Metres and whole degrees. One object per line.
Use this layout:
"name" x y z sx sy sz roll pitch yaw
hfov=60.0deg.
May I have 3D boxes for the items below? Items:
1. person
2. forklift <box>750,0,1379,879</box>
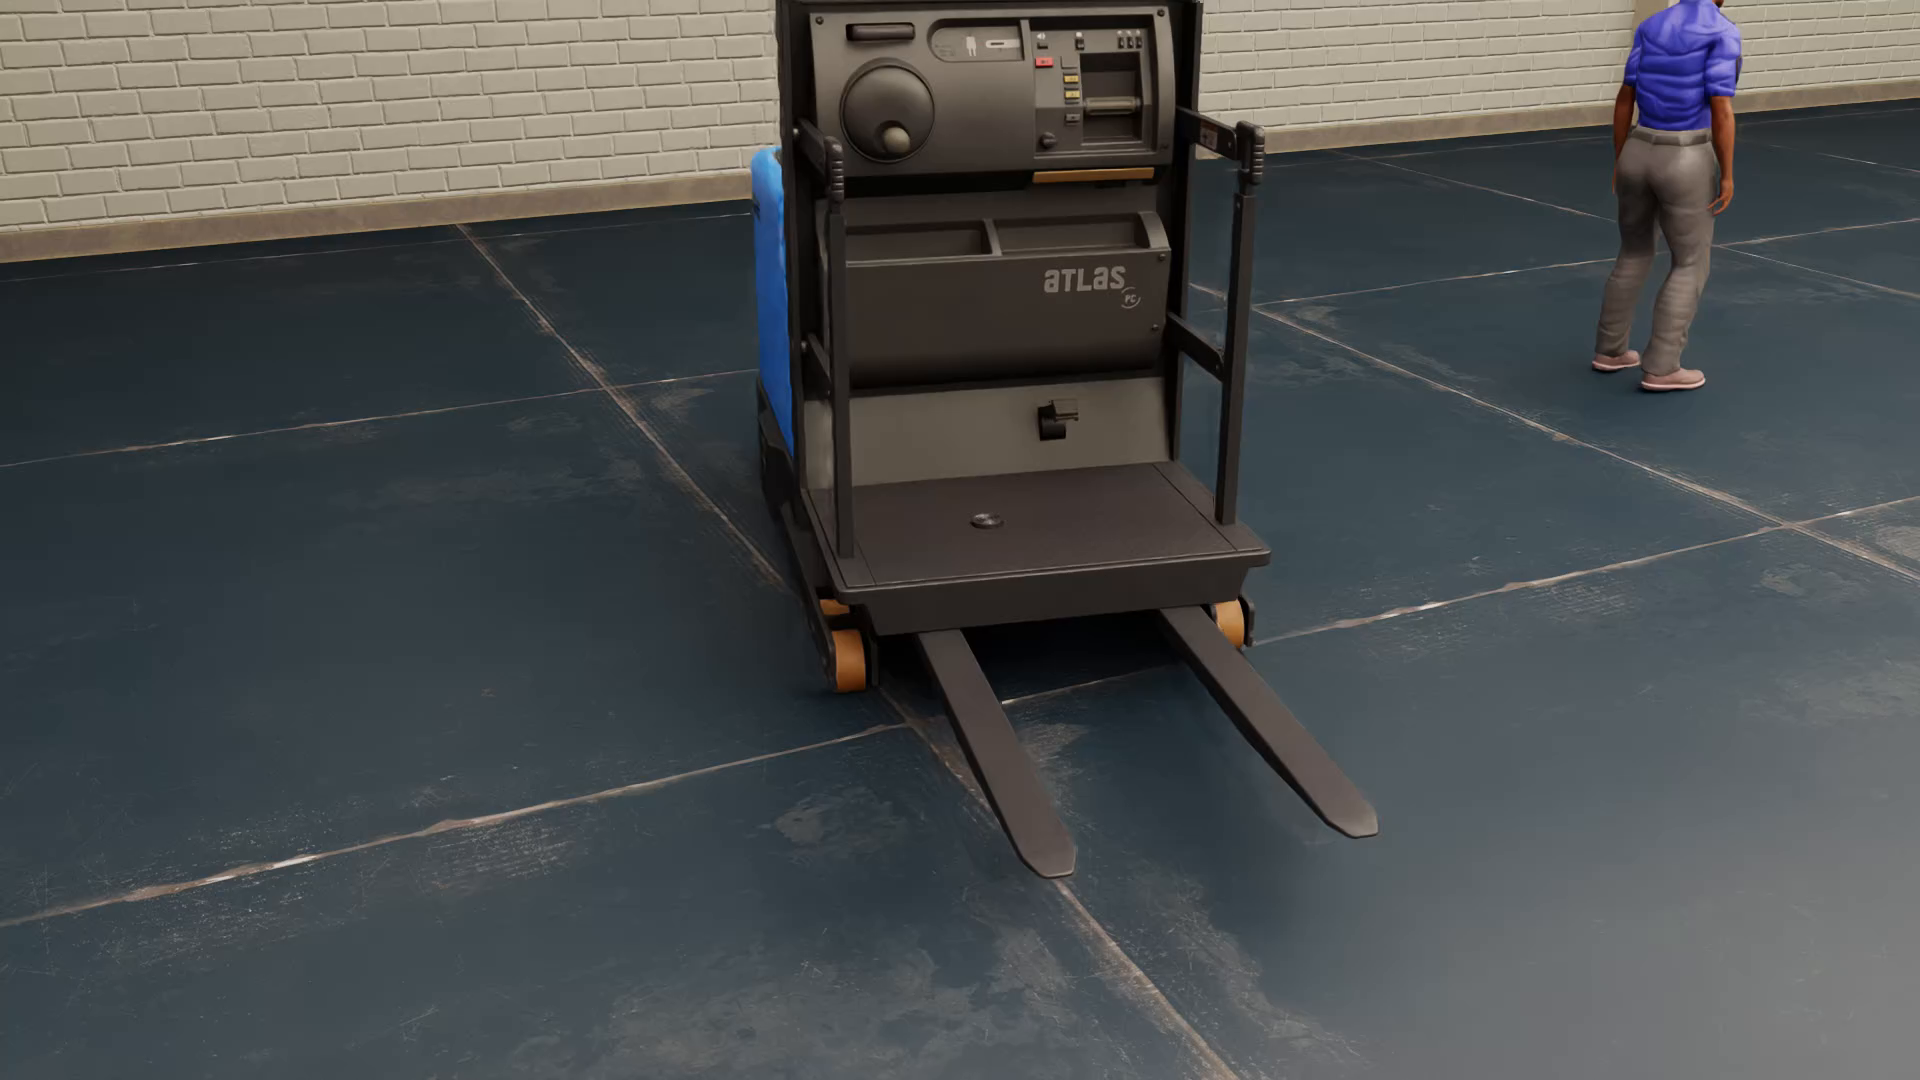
"person" 2.733 -1.412 6.368 0.375 1.662 0.503 -13 26 -29
"forklift" 0.139 -1.126 3.995 1.130 2.935 3.031 -5 23 -12
